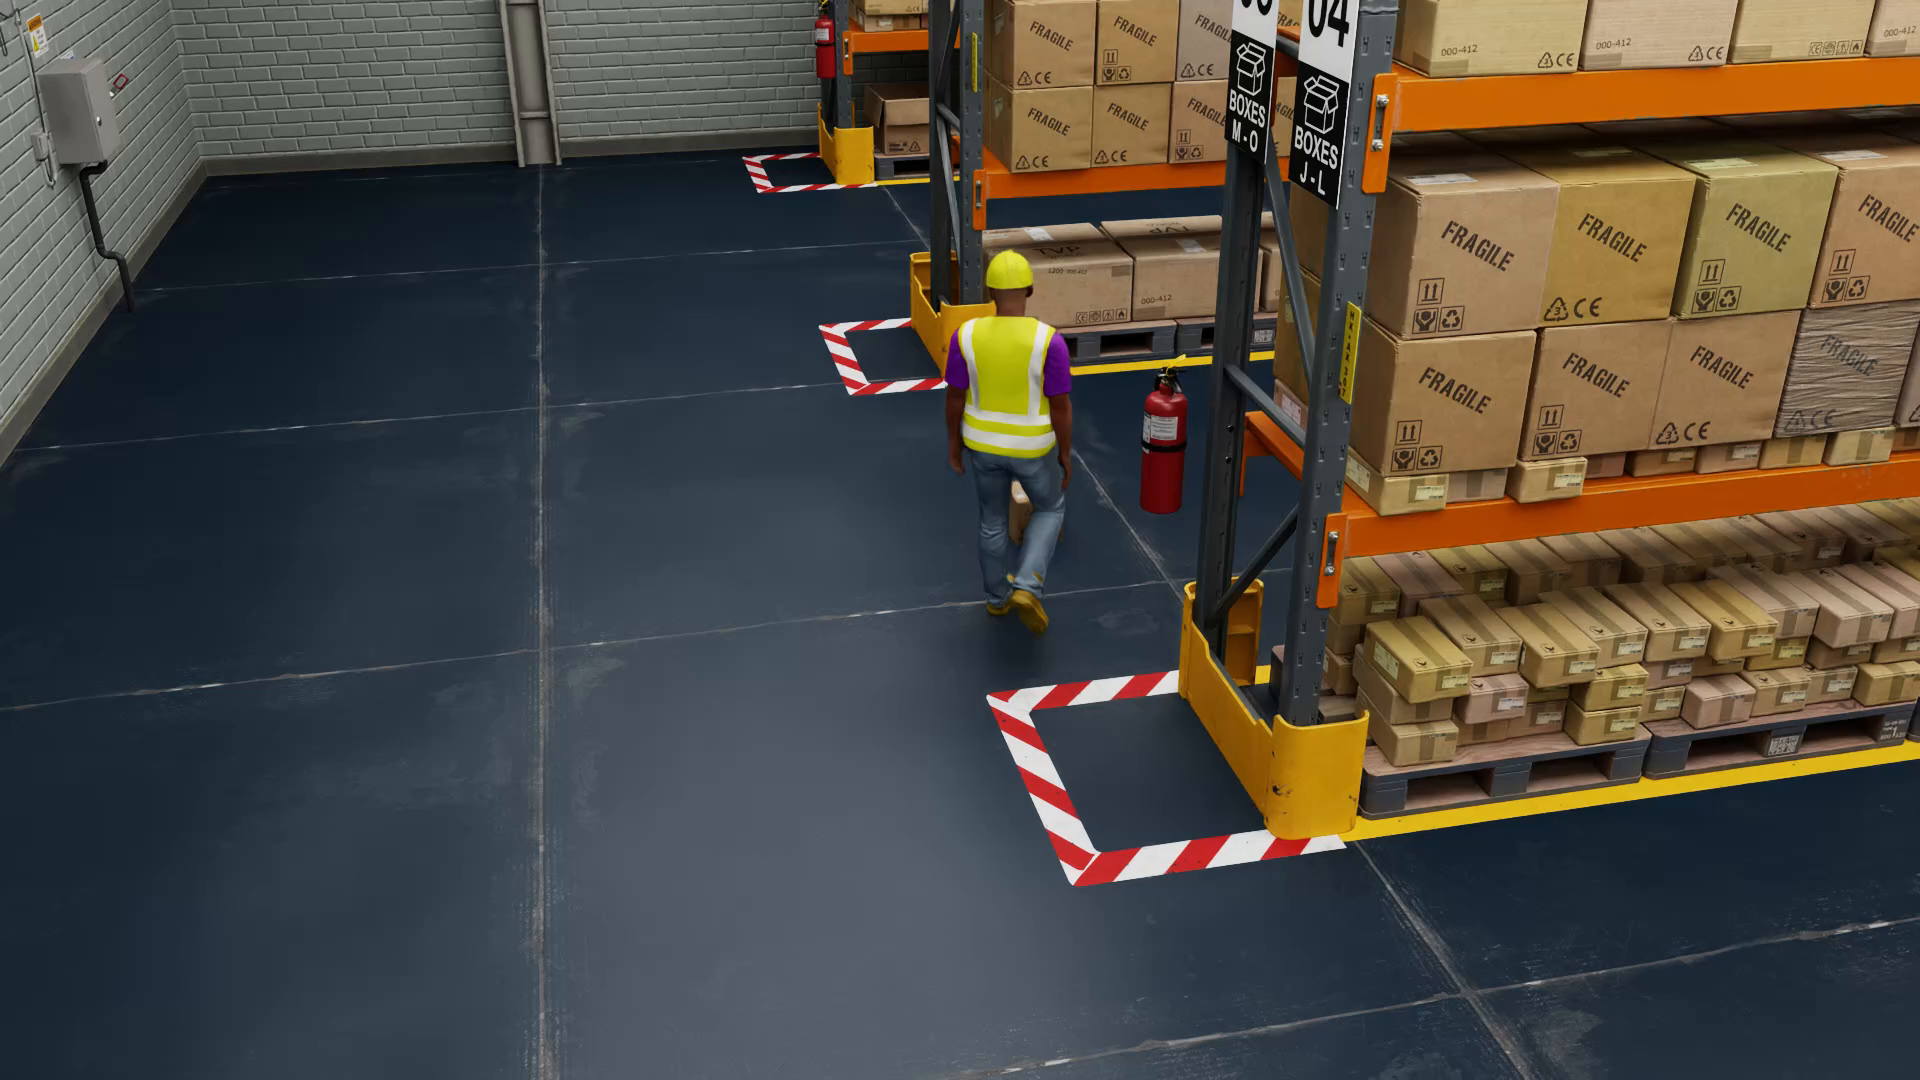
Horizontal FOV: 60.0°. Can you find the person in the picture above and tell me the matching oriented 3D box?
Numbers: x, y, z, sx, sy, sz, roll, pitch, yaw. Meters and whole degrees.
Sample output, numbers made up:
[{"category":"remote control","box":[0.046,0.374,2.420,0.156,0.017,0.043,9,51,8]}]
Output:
[{"category":"person","box":[0.226,-0.429,7.430,0.590,1.767,0.581,7,27,14]}]
